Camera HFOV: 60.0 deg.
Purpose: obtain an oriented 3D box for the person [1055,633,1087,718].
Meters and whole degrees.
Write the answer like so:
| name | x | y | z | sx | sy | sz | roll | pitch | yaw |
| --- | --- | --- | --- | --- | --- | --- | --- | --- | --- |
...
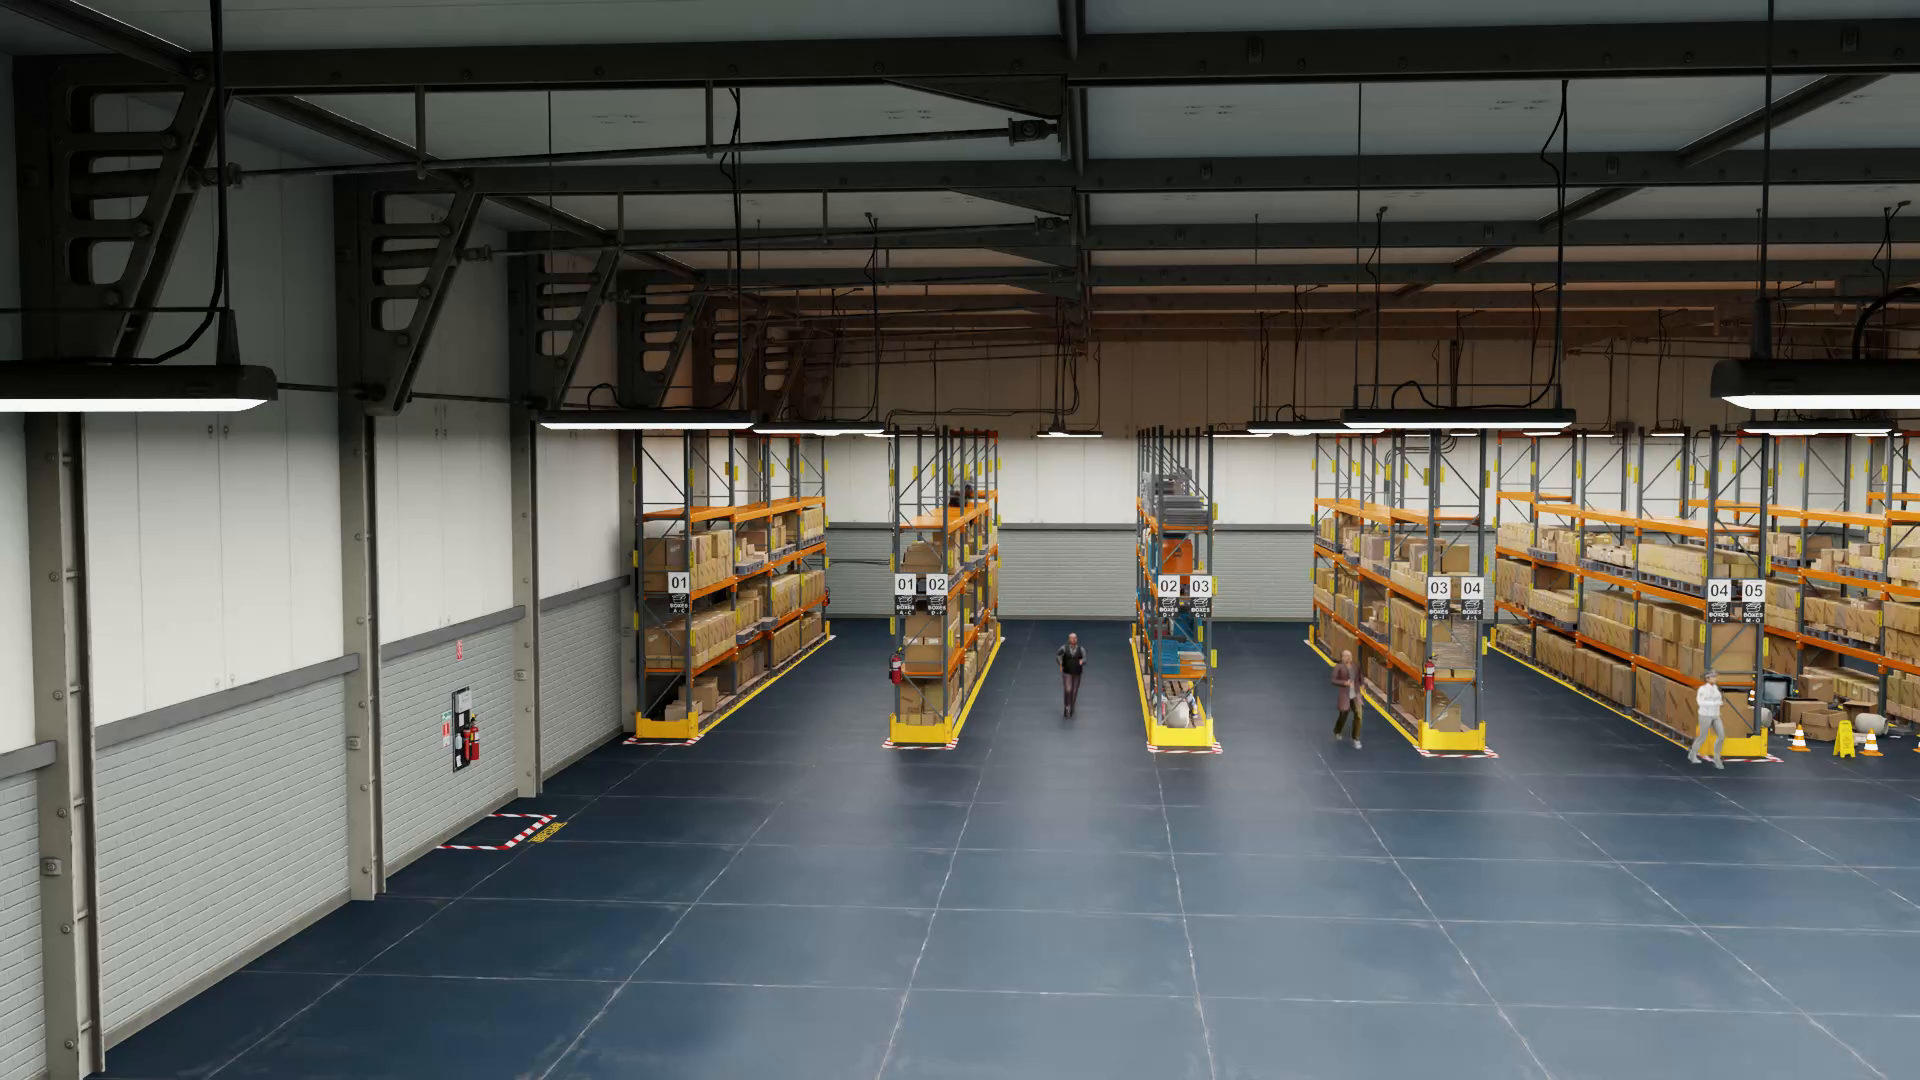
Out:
| name | x | y | z | sx | sy | sz | roll | pitch | yaw |
| --- | --- | --- | --- | --- | --- | --- | --- | --- | --- |
| person | 2.319 | 2.809 | 34.384 | 0.635 | 1.760 | 0.751 | 0 | 3 | -8 |

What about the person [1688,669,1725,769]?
| name | x | y | z | sx | sy | sz | roll | pitch | yaw |
| --- | --- | --- | --- | --- | --- | --- | --- | --- | --- |
| person | 13.118 | 3.136 | 29.137 | 0.610 | 1.768 | 0.656 | -2 | 4 | -27 |

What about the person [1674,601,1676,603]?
| name | x | y | z | sx | sy | sz | roll | pitch | yaw |
| --- | --- | --- | --- | --- | --- | --- | --- | --- | --- |
| person | 20.446 | 2.076 | 47.201 | 0.588 | 1.664 | 0.625 | 2 | 4 | 32 |

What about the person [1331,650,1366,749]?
| name | x | y | z | sx | sy | sz | roll | pitch | yaw |
| --- | --- | --- | --- | --- | --- | --- | --- | --- | --- |
| person | 7.303 | 2.977 | 31.223 | 0.725 | 1.821 | 0.903 | 0 | 3 | -7 |
